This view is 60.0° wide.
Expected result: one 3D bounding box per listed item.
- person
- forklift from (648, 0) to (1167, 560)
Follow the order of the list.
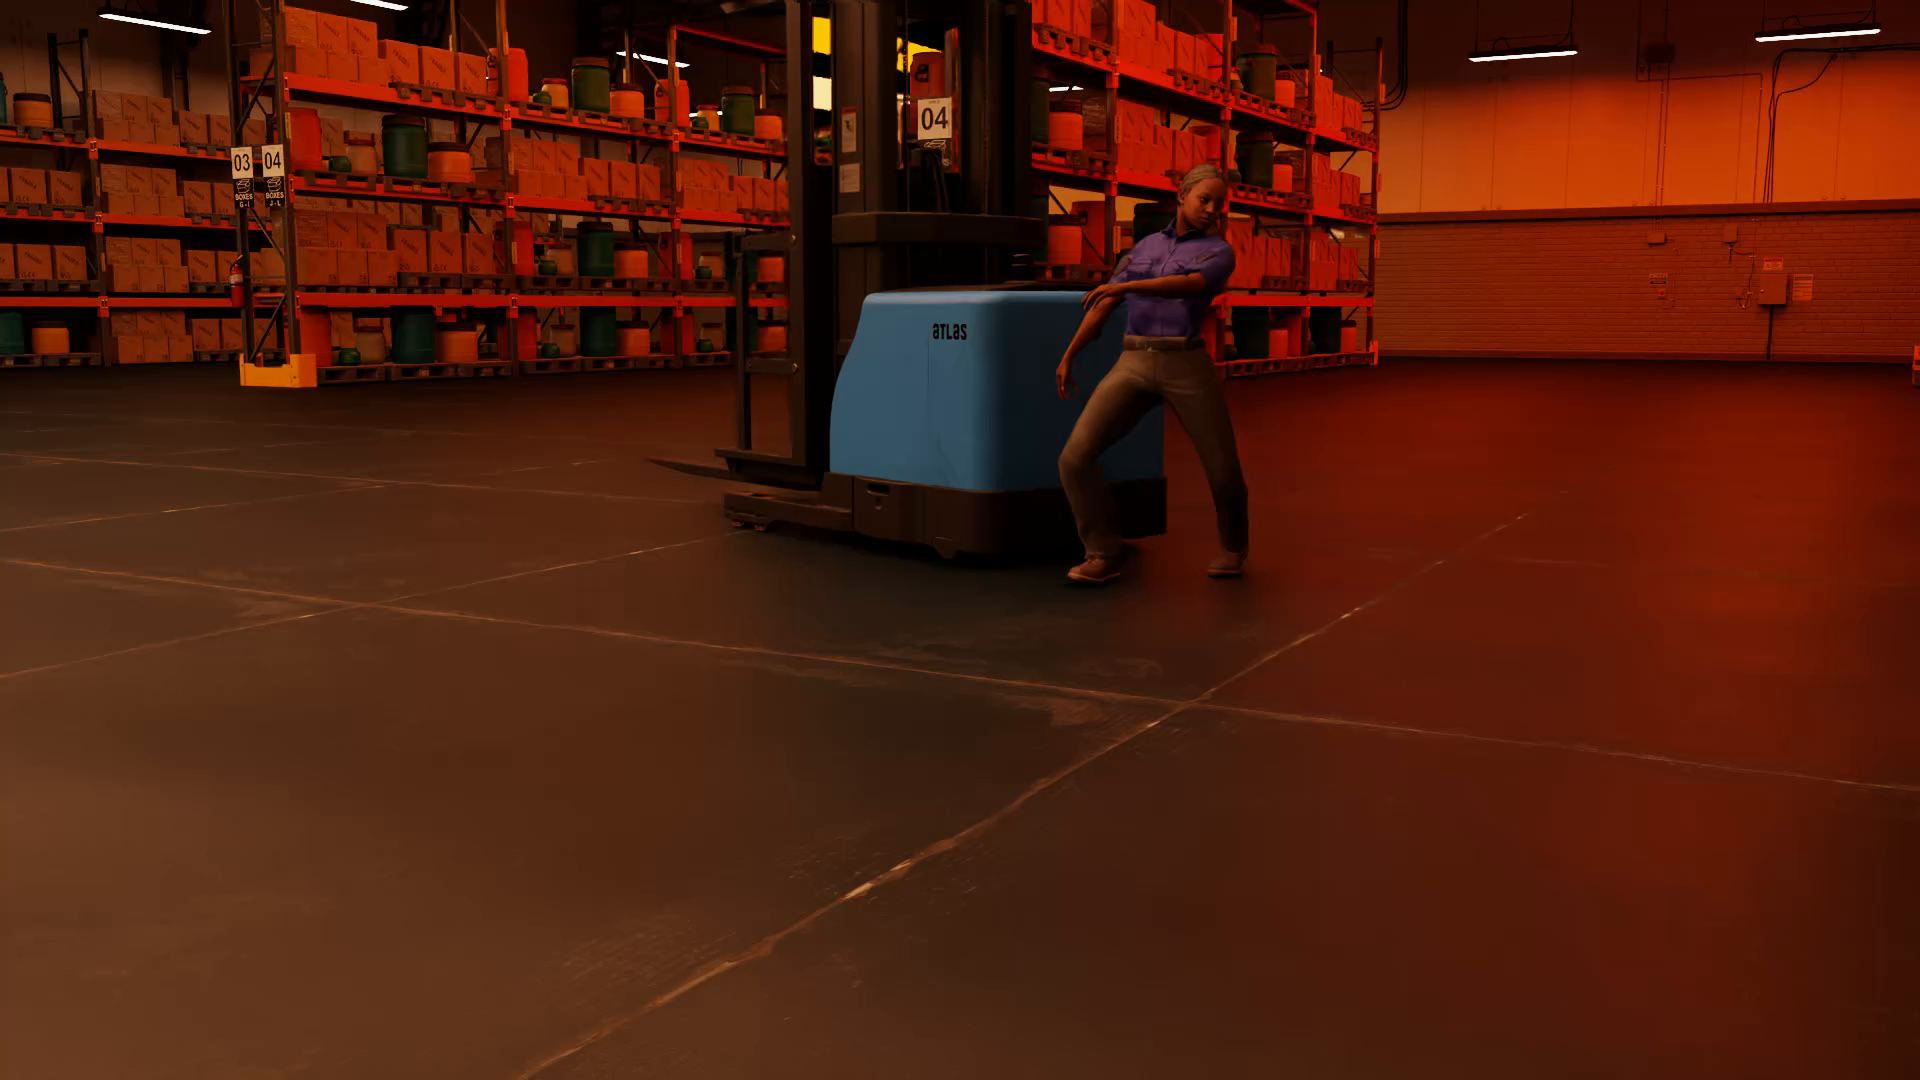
[{"bbox_3d":[0.688,-0.606,6.110,0.719,1.527,0.838,3,8,22],"label":"person"},{"bbox_3d":[-0.445,-1.528,7.662,1.130,2.935,3.031,-6,10,-38],"label":"forklift"}]
